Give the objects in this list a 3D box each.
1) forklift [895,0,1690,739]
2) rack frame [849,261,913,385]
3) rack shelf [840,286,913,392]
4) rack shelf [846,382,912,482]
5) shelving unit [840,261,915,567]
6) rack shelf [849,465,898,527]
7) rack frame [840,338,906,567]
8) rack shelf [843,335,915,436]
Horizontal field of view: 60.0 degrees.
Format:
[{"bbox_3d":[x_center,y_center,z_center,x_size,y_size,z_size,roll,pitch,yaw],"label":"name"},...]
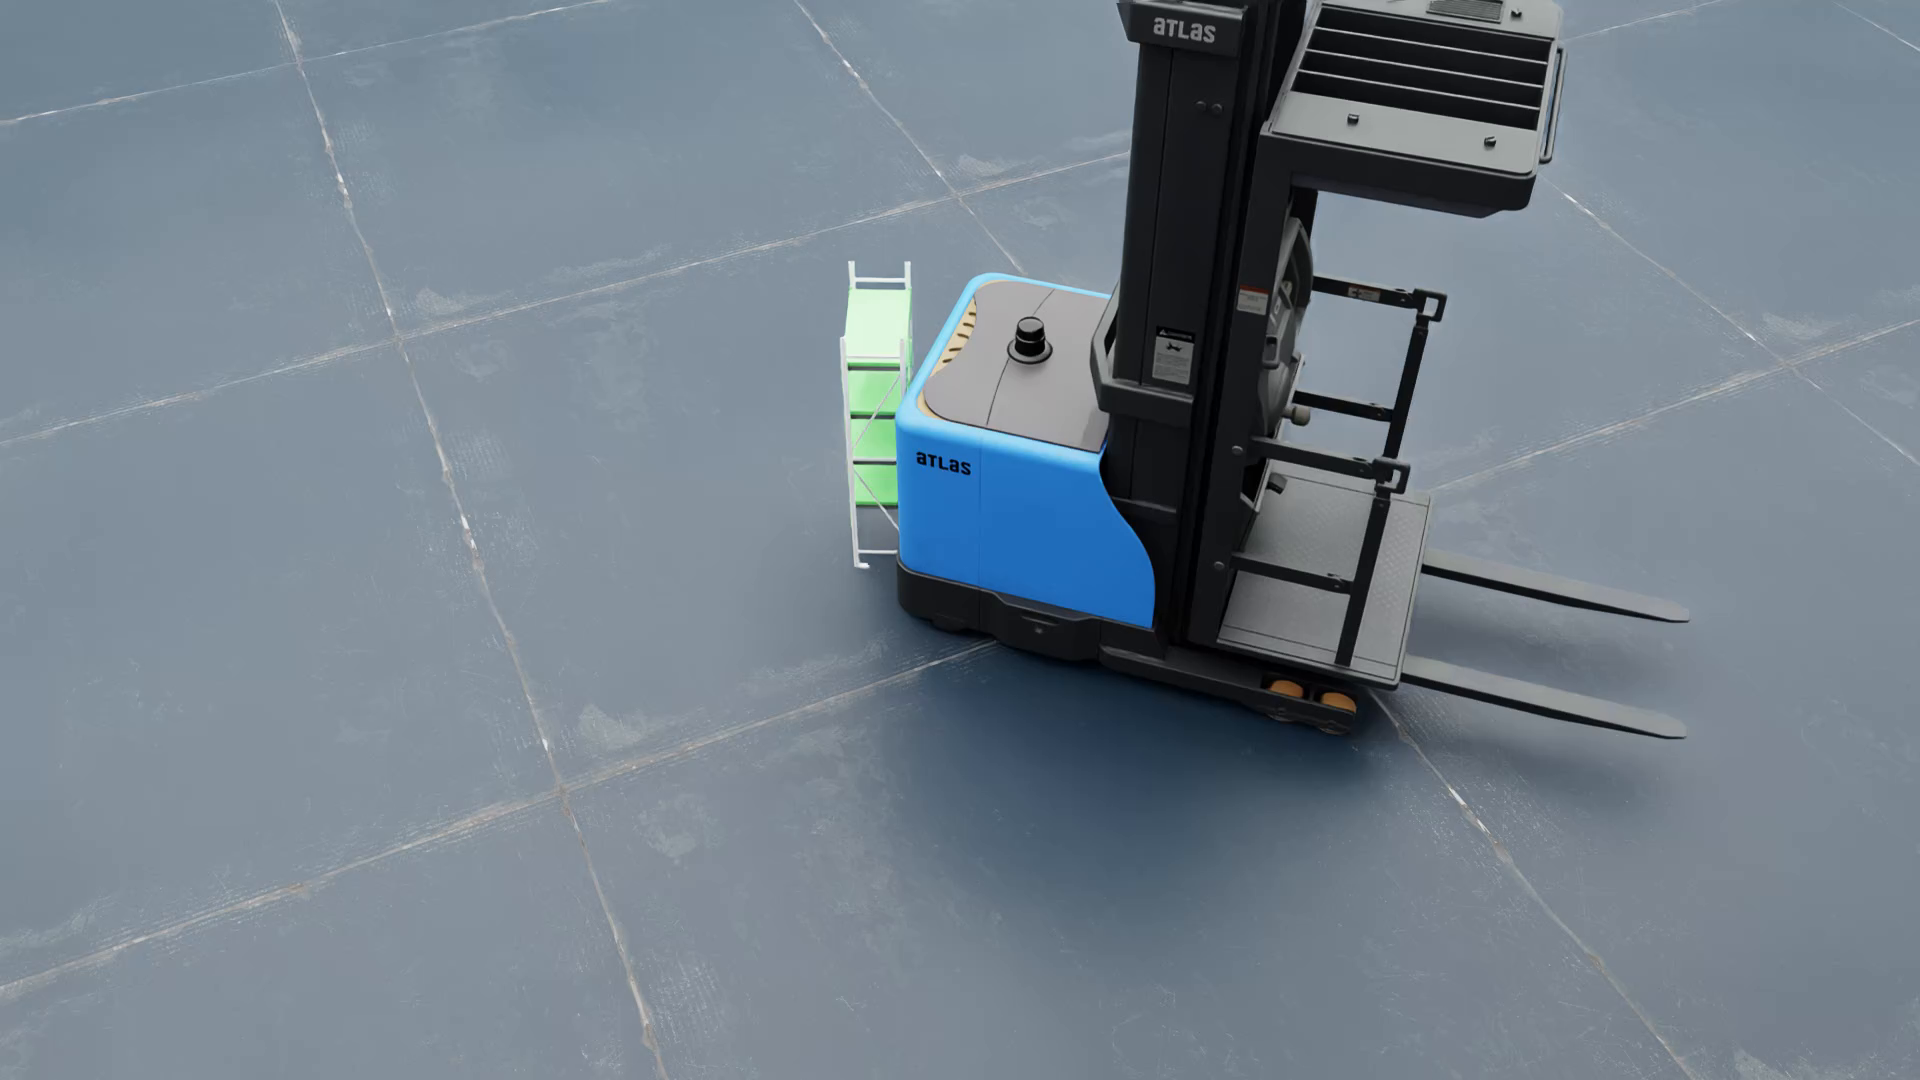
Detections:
[{"bbox_3d":[1.321,-0.723,5.765,3.031,2.935,1.130,13,46,13],"label":"forklift"},{"bbox_3d":[-0.315,-0.659,6.933,0.240,1.200,0.015,1,45,1],"label":"rack frame"},{"bbox_3d":[-0.320,-0.784,6.467,0.258,0.148,0.480,1,45,1],"label":"rack shelf"},{"bbox_3d":[-0.320,-0.442,6.804,0.258,0.148,0.480,1,45,1],"label":"rack shelf"},{"bbox_3d":[-0.320,-0.488,6.759,0.258,1.200,0.503,1,45,1],"label":"shelving unit"},{"bbox_3d":[-0.320,-0.272,6.972,0.258,0.148,0.480,1,45,1],"label":"rack shelf"},{"bbox_3d":[-0.325,-0.317,6.585,0.240,1.200,0.015,1,45,1],"label":"rack frame"},{"bbox_3d":[-0.320,-0.613,6.635,0.258,0.148,0.480,1,45,1],"label":"rack shelf"}]
